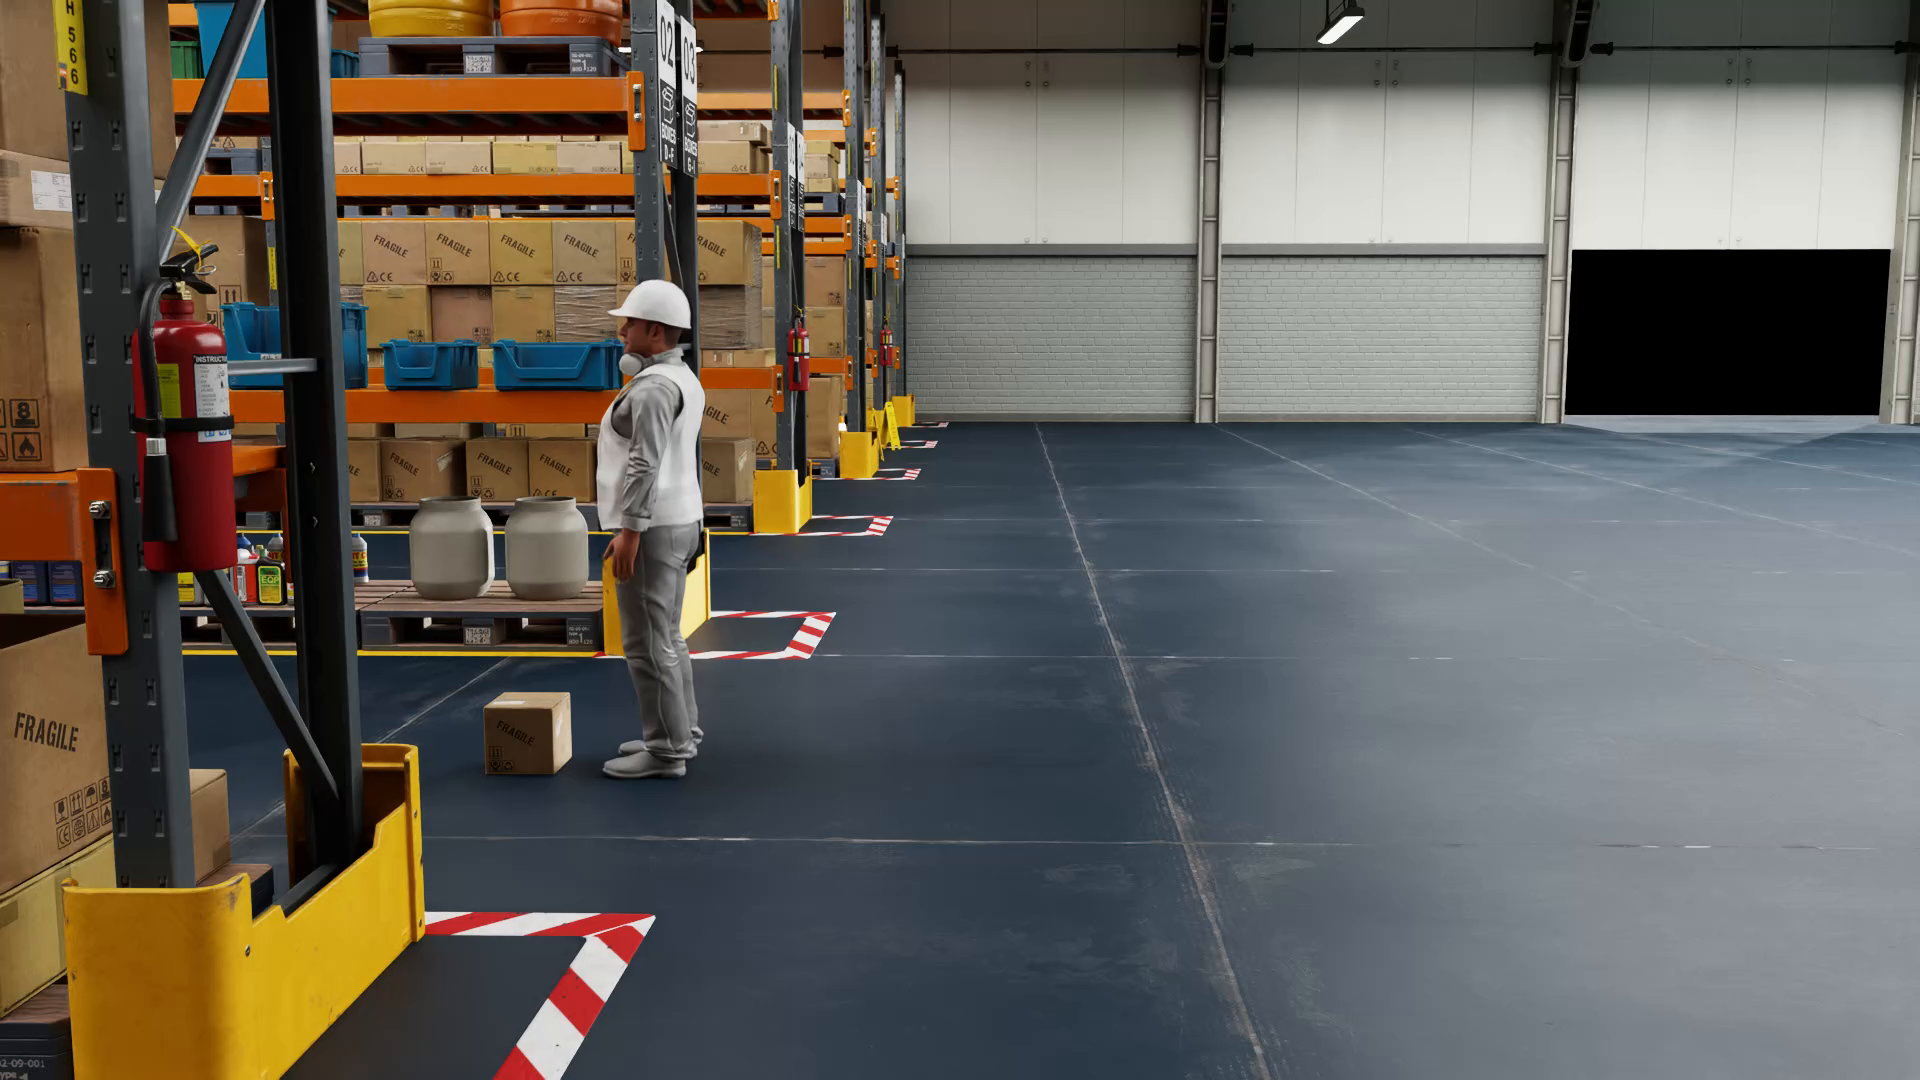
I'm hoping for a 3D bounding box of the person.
[{"bbox_3d":[-1.115,-0.040,5.991,0.358,1.771,0.533,0,7,2],"label":"person"}]
